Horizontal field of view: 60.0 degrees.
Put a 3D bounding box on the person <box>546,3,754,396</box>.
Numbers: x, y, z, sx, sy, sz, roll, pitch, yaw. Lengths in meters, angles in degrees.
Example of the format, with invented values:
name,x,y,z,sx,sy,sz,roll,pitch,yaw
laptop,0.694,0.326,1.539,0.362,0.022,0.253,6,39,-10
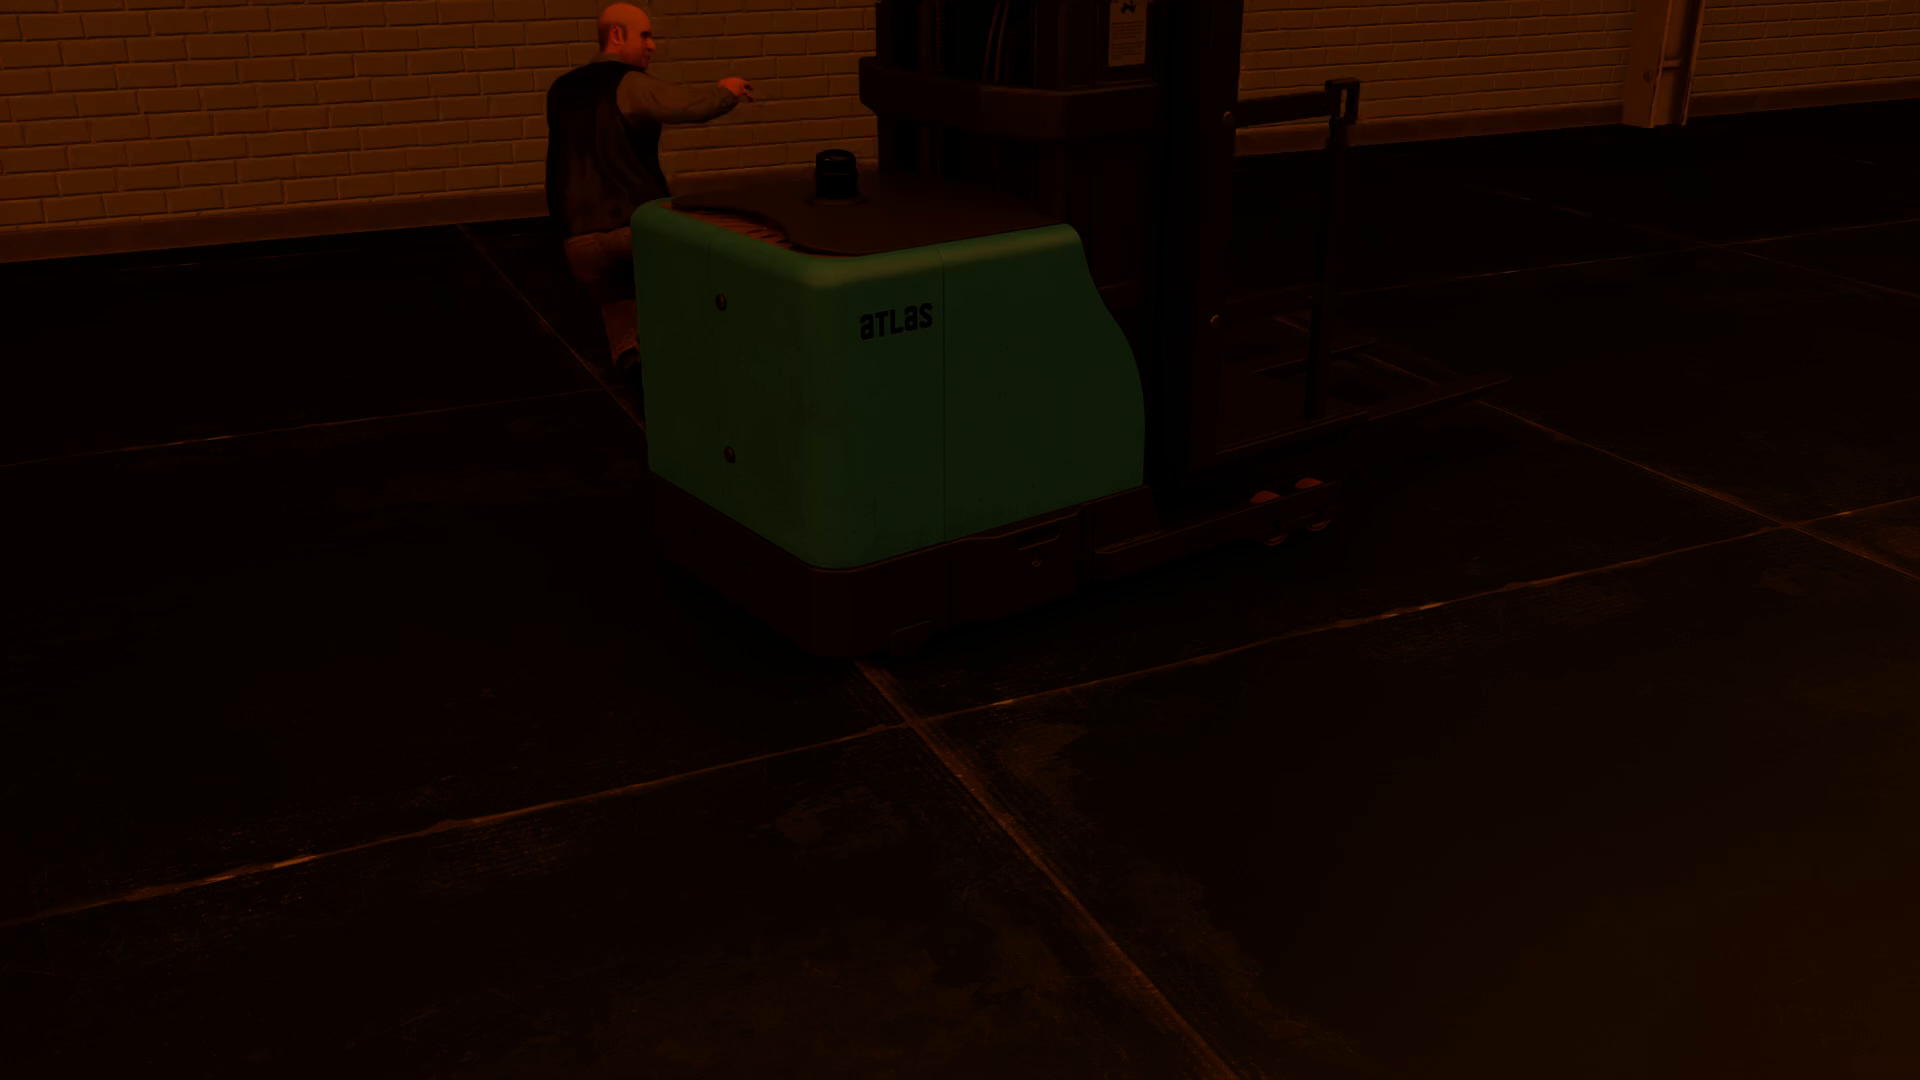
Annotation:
name,x,y,z,sx,sy,sz,roll,pitch,yaw
person,-1.157,-1.304,6.373,0.771,1.450,1.048,2,23,5

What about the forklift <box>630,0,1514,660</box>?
name,x,y,z,sx,sy,sz,roll,pitch,yaw
forklift,0.567,-1.481,4.850,3.031,2.935,1.130,-16,27,-34
